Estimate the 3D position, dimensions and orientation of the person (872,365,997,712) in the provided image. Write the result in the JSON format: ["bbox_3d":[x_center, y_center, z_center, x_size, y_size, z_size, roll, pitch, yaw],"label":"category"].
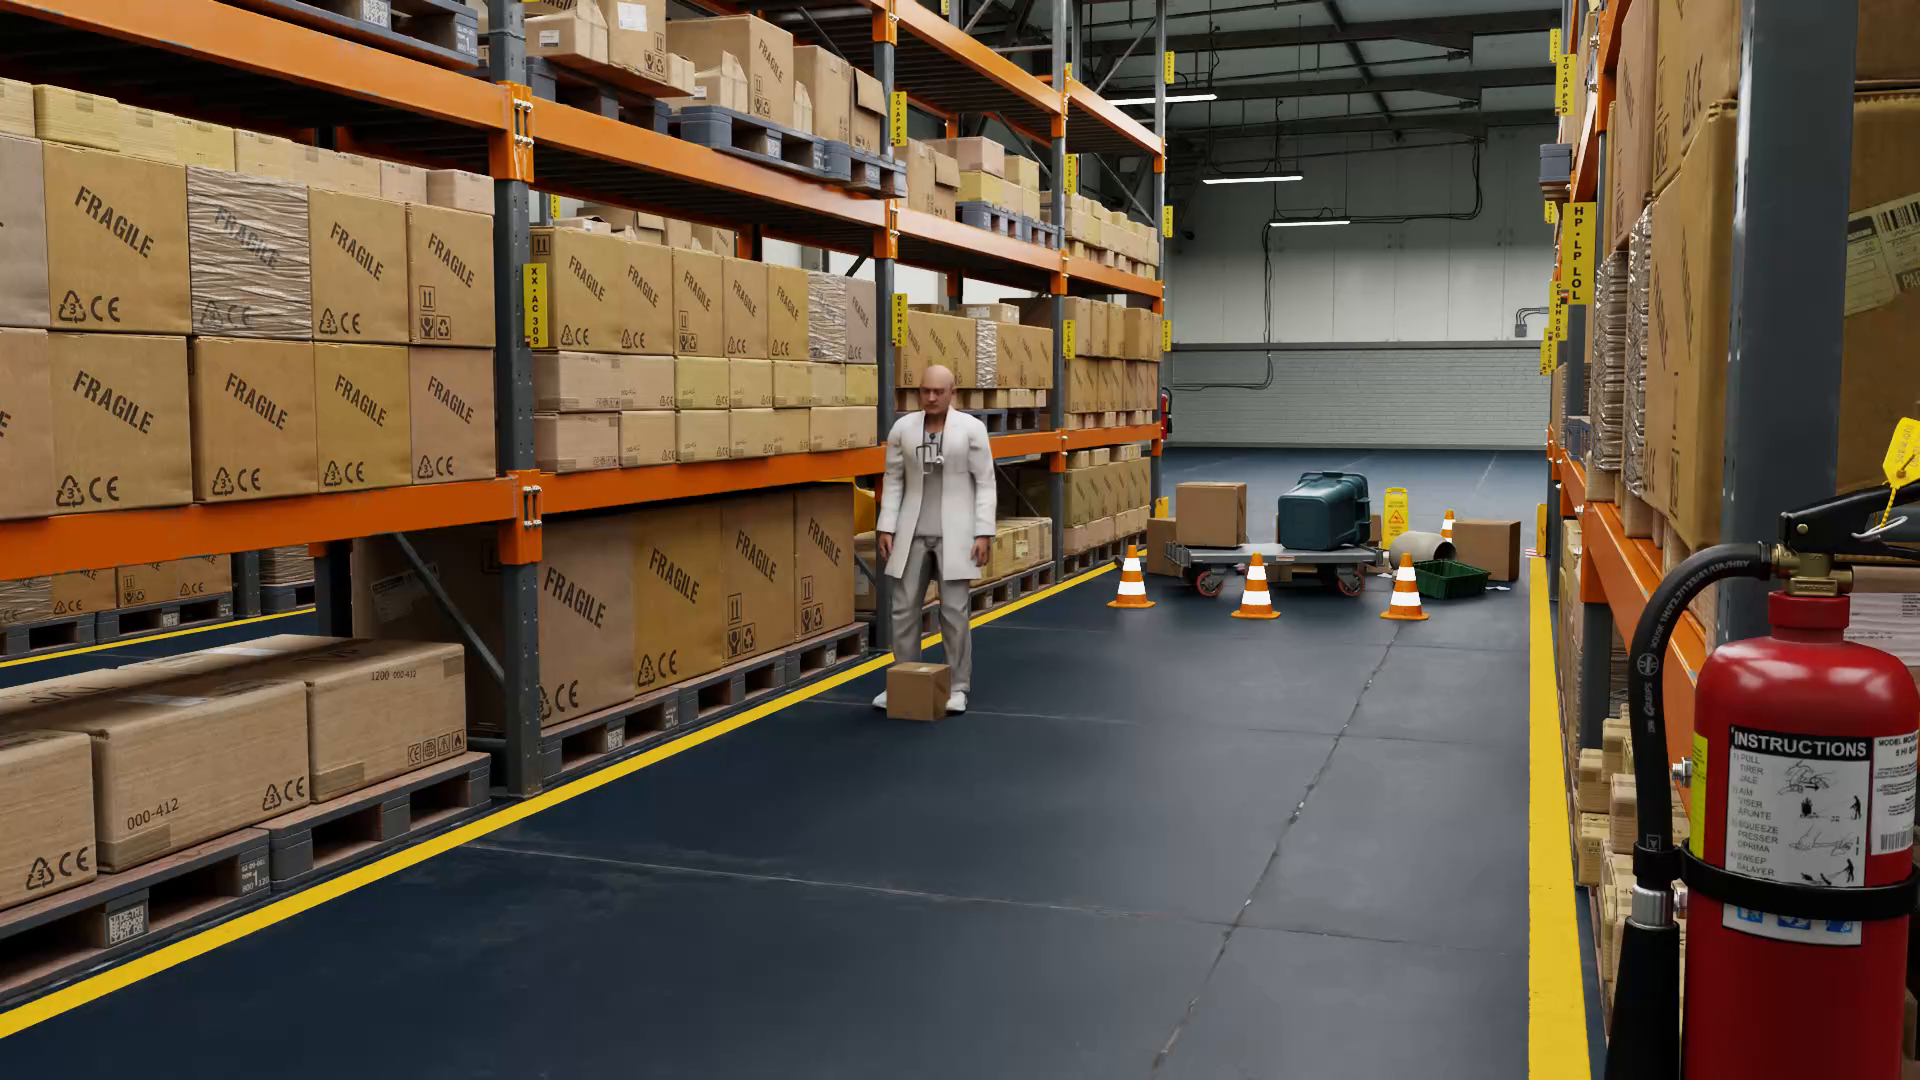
[{"bbox_3d":[-0.127,-0.013,8.586,0.642,1.772,0.429,1,5,16],"label":"person"}]
